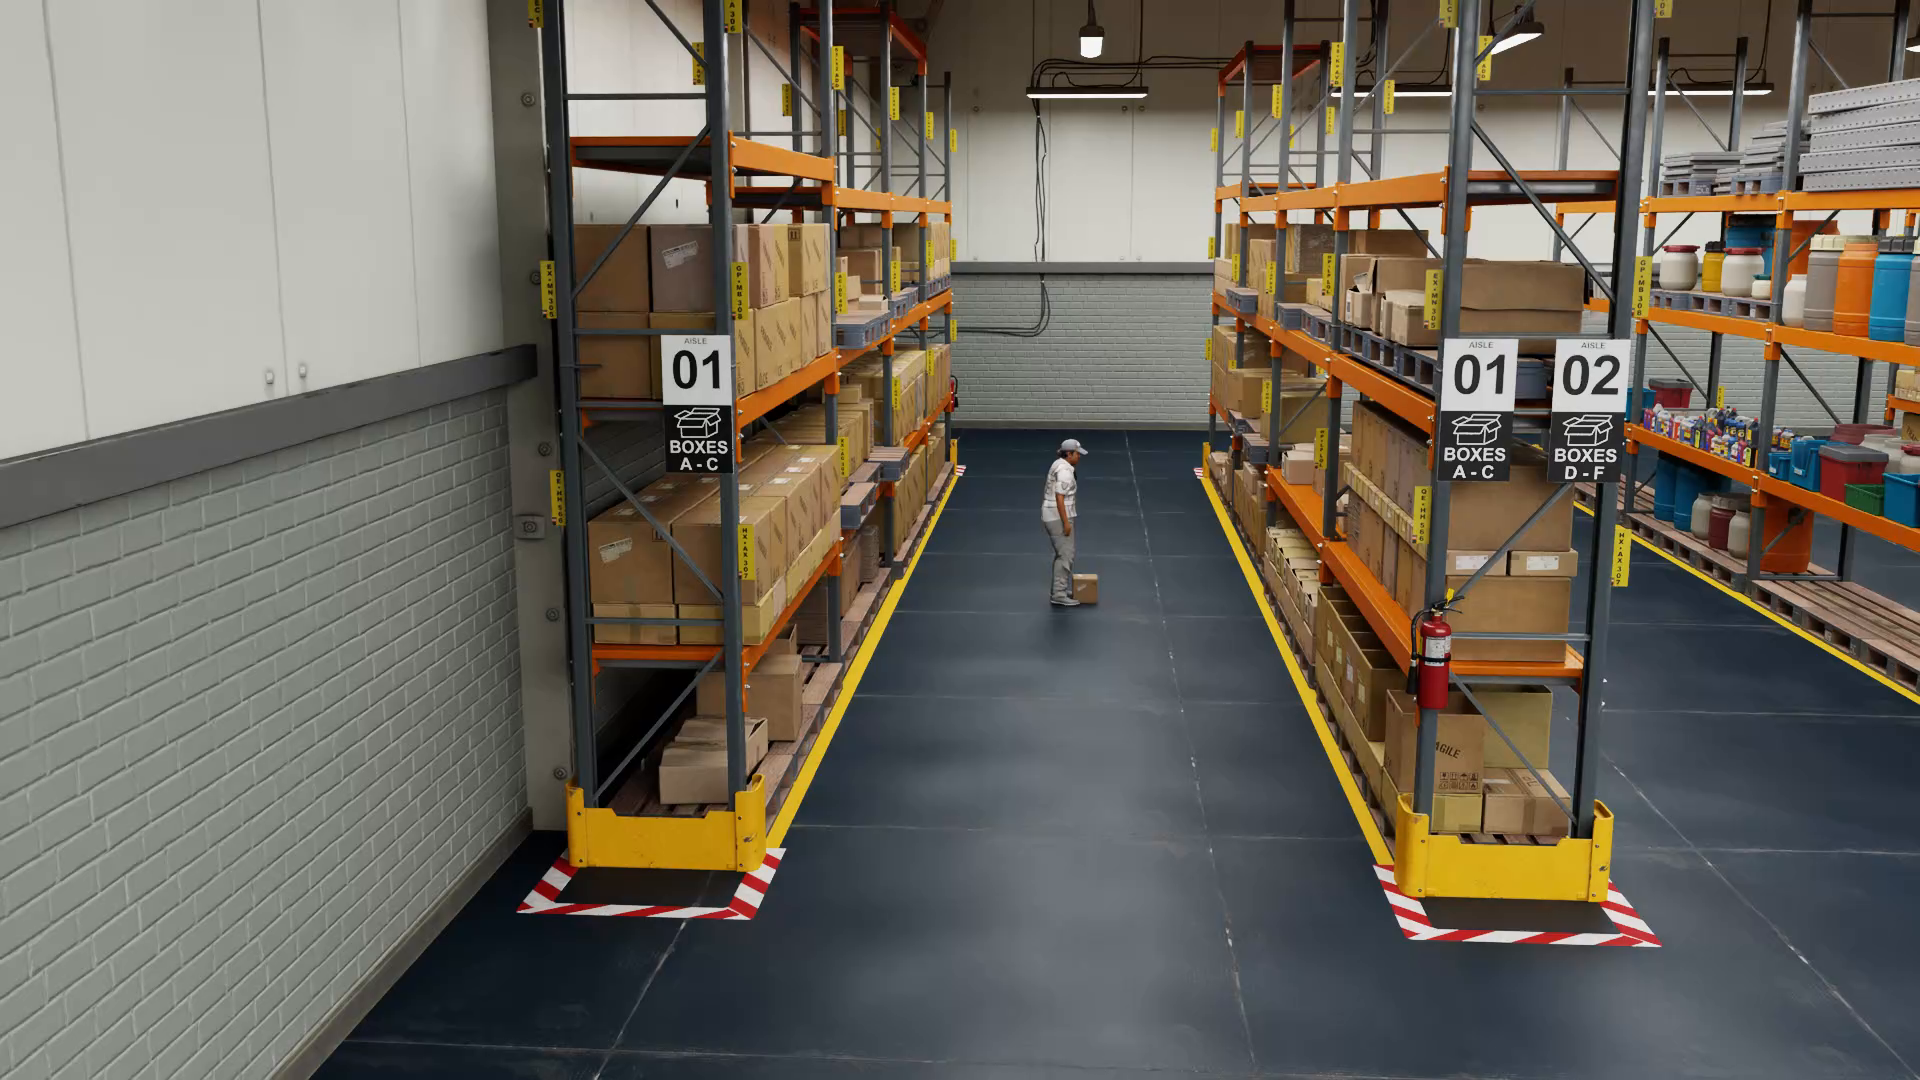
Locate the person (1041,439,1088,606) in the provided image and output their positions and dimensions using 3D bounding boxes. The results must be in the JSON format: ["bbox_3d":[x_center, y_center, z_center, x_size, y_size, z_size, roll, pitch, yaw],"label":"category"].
[{"bbox_3d":[1.063,-0.196,16.938,0.467,1.665,0.556,0,11,1],"label":"person"}]
